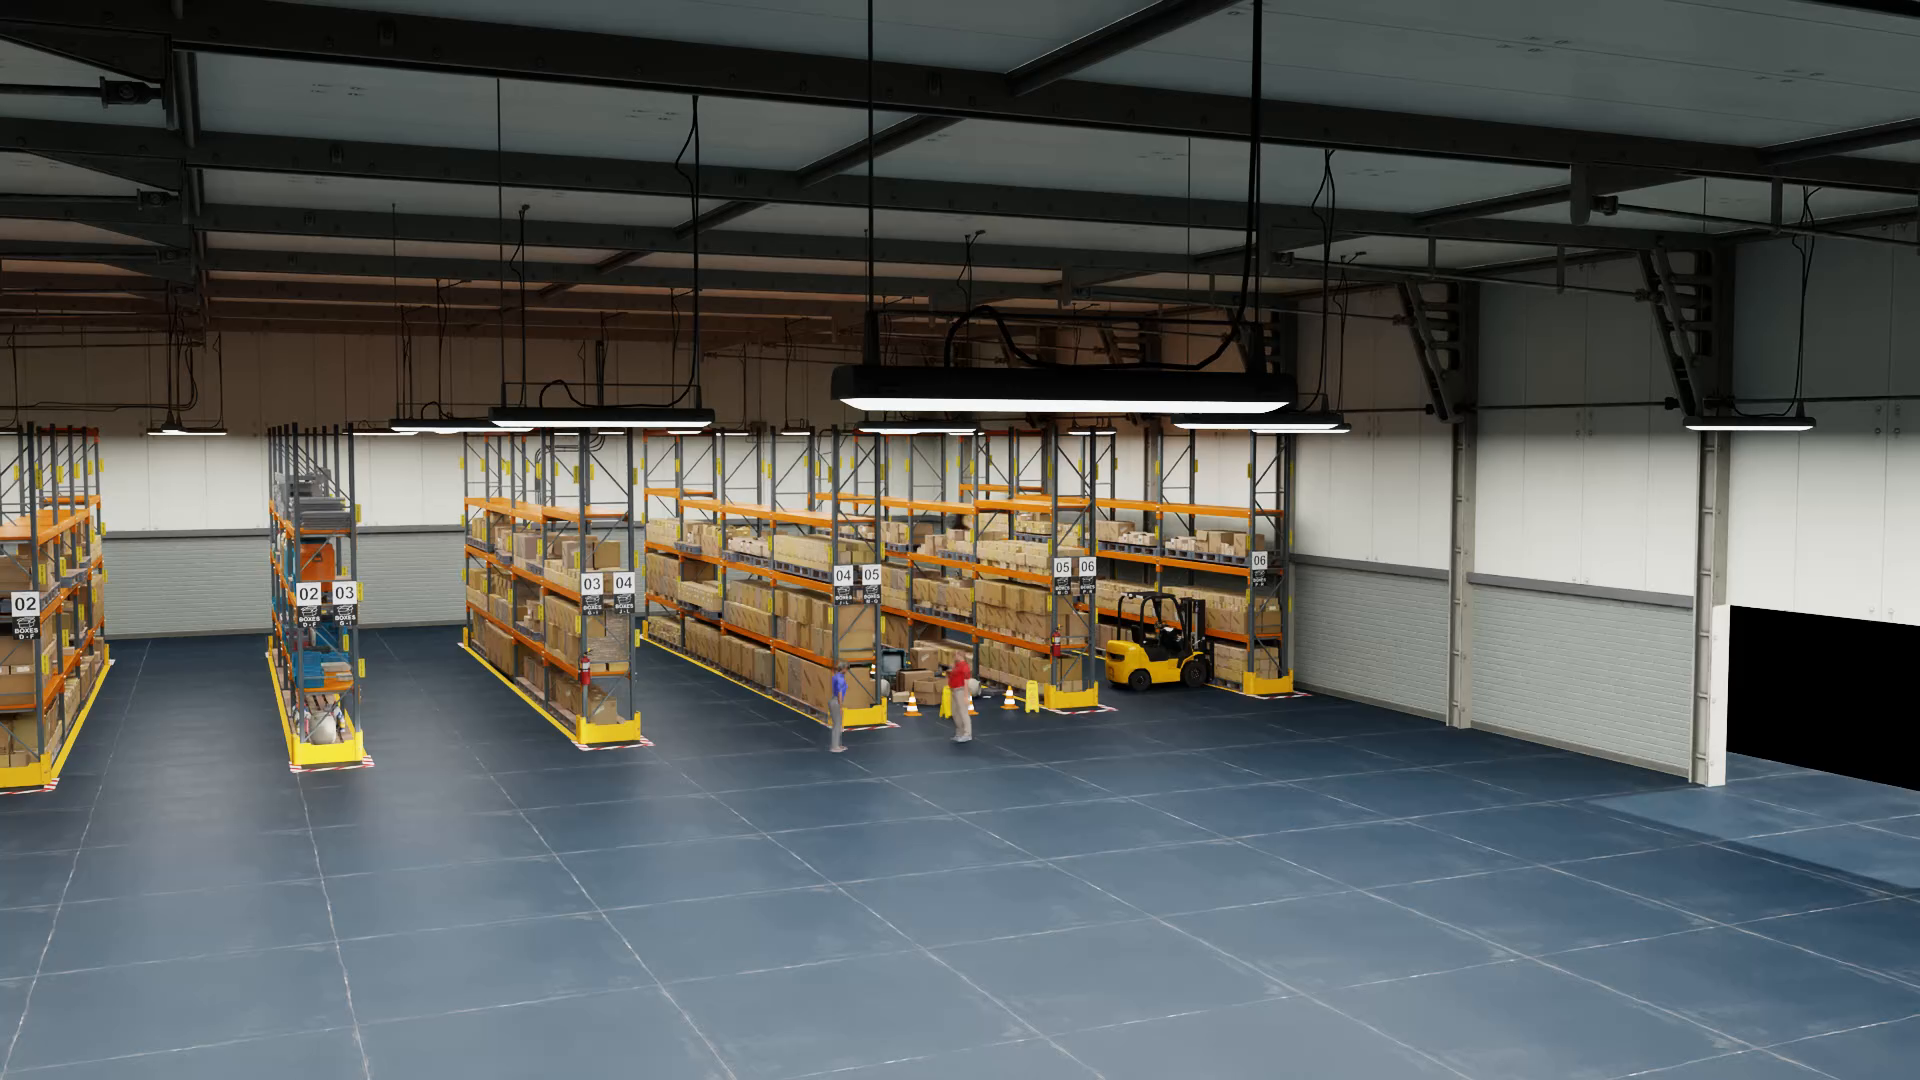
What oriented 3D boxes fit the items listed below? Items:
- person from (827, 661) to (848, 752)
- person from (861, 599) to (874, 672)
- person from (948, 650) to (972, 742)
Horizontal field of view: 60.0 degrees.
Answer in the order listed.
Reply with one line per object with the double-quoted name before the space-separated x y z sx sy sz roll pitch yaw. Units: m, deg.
"person" -2.238 3.043 30.411 0.362 1.671 0.468 -1 4 -16
"person" -2.310 2.324 40.837 0.617 1.794 0.412 3 5 40
"person" -0.015 2.951 31.432 0.394 1.773 0.658 -2 4 -27
